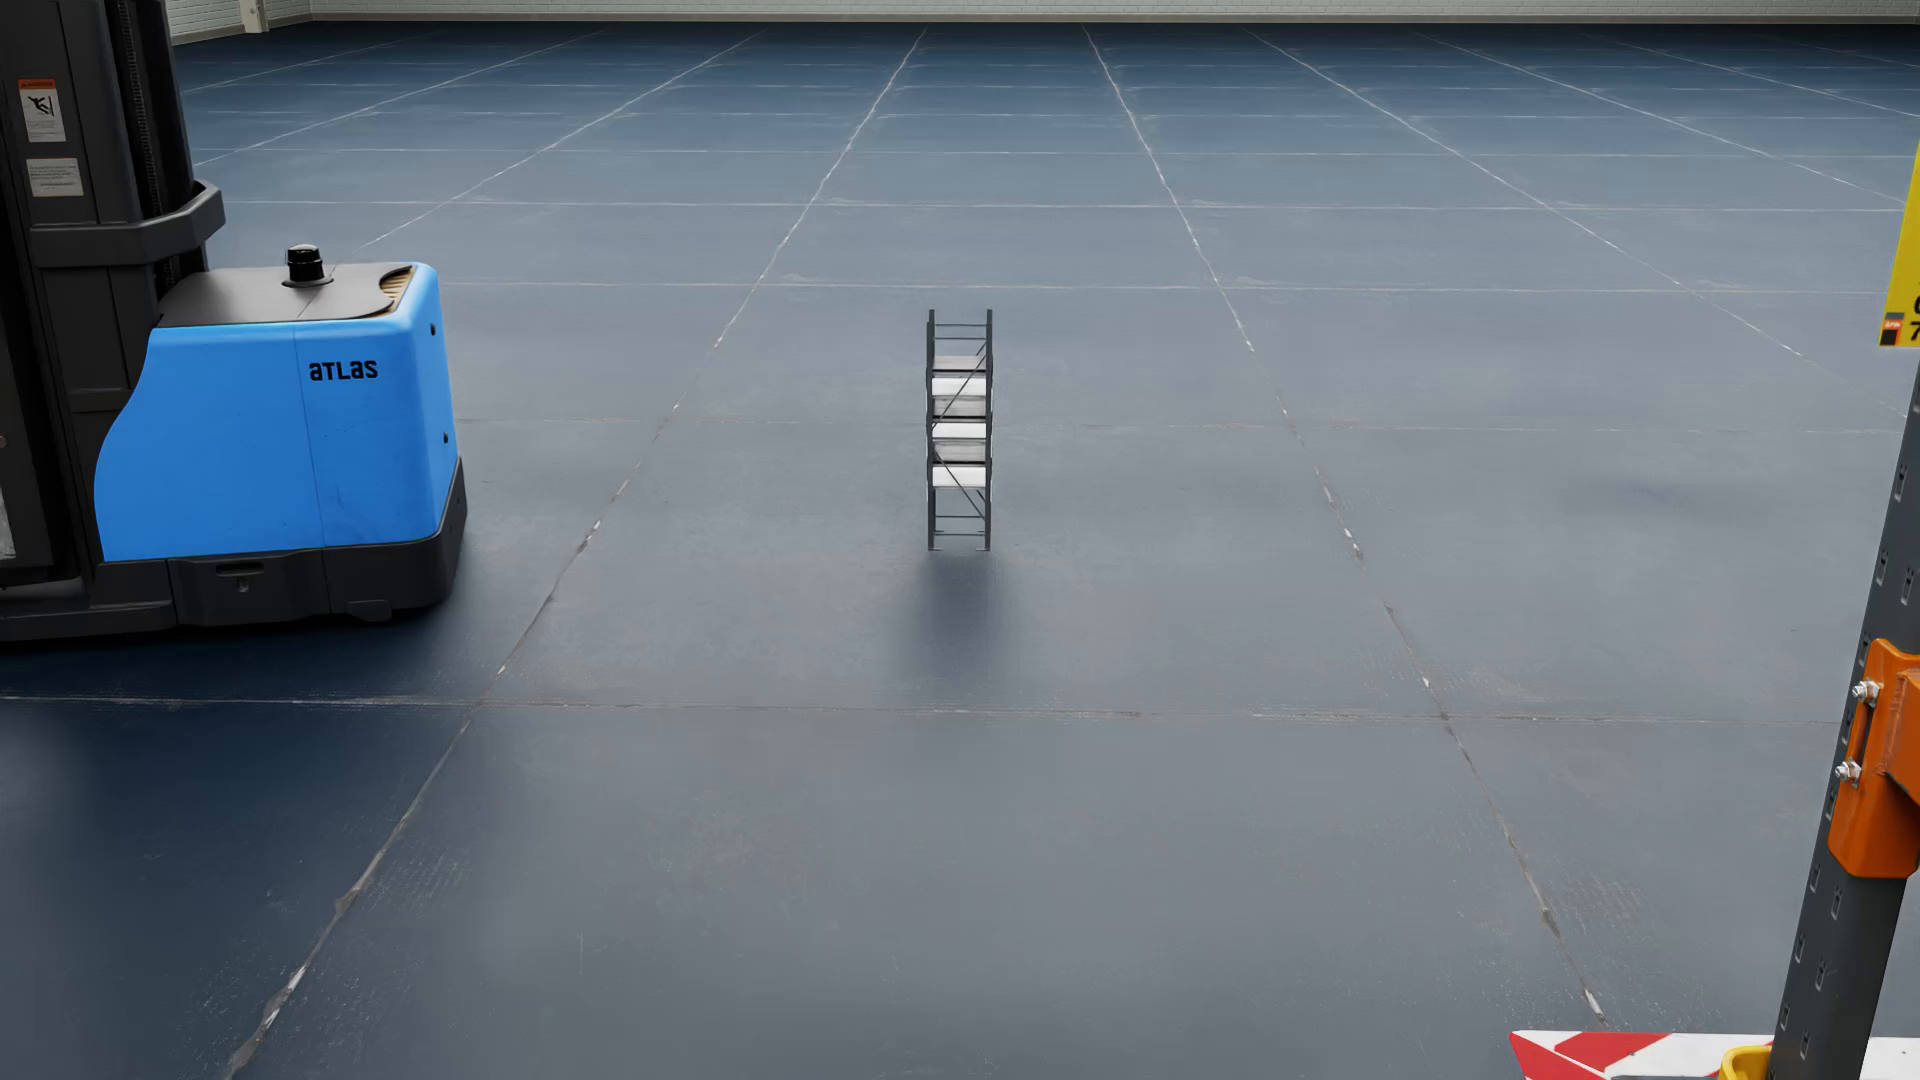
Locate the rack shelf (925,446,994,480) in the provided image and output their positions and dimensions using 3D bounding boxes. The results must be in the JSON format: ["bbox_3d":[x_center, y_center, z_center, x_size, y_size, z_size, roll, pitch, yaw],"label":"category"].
[{"bbox_3d":[0.000,-0.302,6.403,0.258,0.077,0.200,1,21,2],"label":"rack shelf"}]

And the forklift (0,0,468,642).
[{"bbox_3d":[-3.363,-1.153,5.450,3.031,2.935,1.130,-4,22,-10],"label":"forklift"}]

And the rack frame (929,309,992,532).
[{"bbox_3d":[0.003,-0.453,6.453,0.240,0.900,0.006,1,21,2],"label":"rack frame"}]

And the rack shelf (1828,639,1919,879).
[{"bbox_3d":[1.822,1.044,0.685,1.077,0.370,4.000,1,21,2],"label":"rack shelf"}]

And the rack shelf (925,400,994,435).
[{"bbox_3d":[0.000,-0.469,6.338,0.258,0.077,0.200,1,21,2],"label":"rack shelf"}]

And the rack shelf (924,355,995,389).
[{"bbox_3d":[0.000,-0.637,6.273,0.258,0.077,0.200,1,21,2],"label":"rack shelf"}]

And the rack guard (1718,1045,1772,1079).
[{"bbox_3d":[1.881,1.179,2.800,1.175,0.500,0.348,1,21,2],"label":"rack guard"}]

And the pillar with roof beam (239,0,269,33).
[{"bbox_3d":[-8.690,-13.531,28.962,9.100,9.000,0.400,1,21,2],"label":"pillar with roof beam"}]

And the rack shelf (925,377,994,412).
[{"bbox_3d":[0.000,-0.553,6.306,0.258,0.077,0.200,1,21,2],"label":"rack shelf"}]

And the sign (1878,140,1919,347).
[{"bbox_3d":[1.341,-0.424,2.278,0.100,0.325,0.005,1,21,2],"label":"sign"}]

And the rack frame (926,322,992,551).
[{"bbox_3d":[-0.003,-0.380,6.264,0.240,0.900,0.006,1,21,2],"label":"rack frame"}]

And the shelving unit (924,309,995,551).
[{"bbox_3d":[0.000,-0.417,6.359,0.258,0.900,0.210,1,21,2],"label":"shelving unit"}]

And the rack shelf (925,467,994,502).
[{"bbox_3d":[0.000,-0.218,6.436,0.258,0.077,0.200,1,21,2],"label":"rack shelf"}]

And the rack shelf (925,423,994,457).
[{"bbox_3d":[0.000,-0.386,6.371,0.258,0.077,0.200,1,21,2],"label":"rack shelf"}]
